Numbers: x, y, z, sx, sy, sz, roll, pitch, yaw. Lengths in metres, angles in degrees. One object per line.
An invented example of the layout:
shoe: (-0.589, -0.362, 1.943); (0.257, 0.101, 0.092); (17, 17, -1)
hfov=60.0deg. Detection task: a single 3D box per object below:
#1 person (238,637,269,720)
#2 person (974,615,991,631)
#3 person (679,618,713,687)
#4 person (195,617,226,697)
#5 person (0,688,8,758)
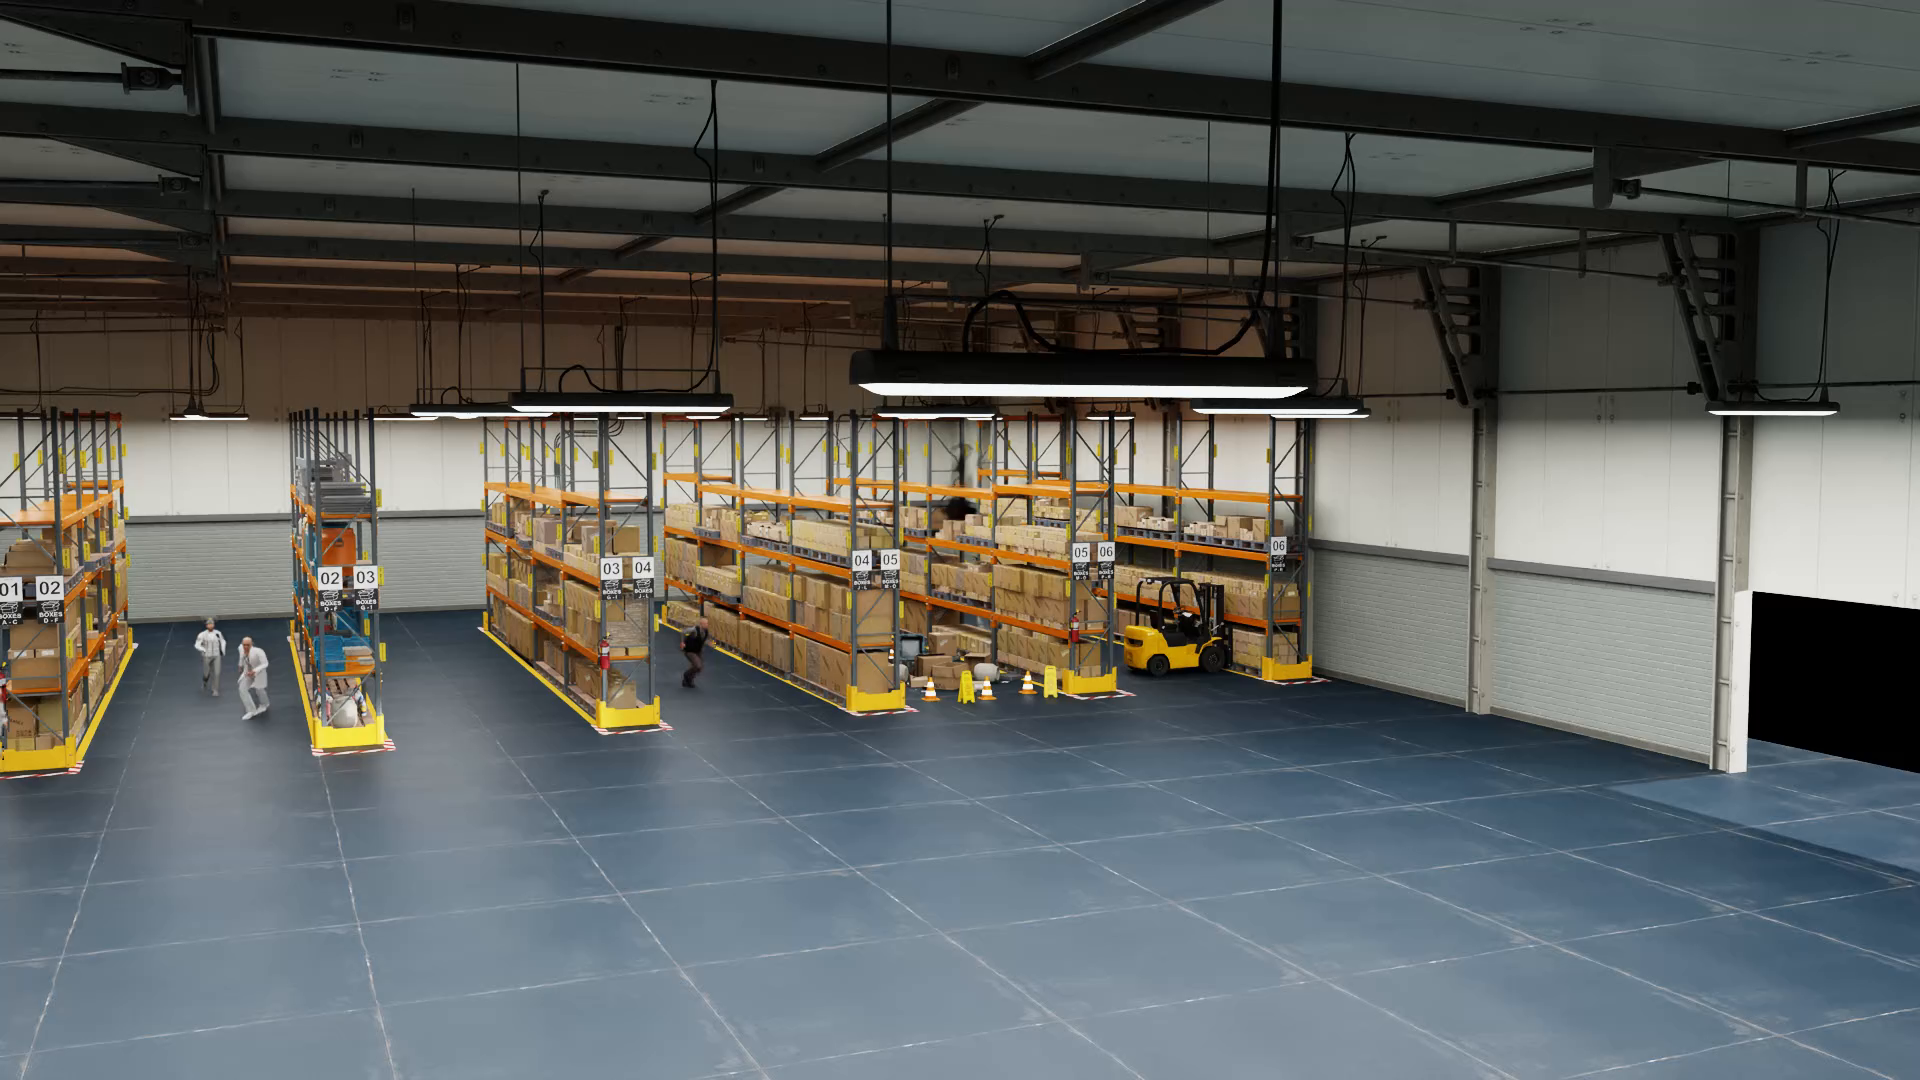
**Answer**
person: (-13.702, 2.636, 32.399); (0.723, 1.609, 1.136); (0, 4, 3)
person: (0.631, 1.718, 45.322); (0.570, 1.693, 0.865); (-2, 4, -24)
person: (-5.709, 2.440, 35.832); (0.866, 1.549, 0.684); (3, 5, 36)
person: (-15.741, 2.443, 34.976); (0.625, 1.654, 0.723); (-3, 5, -35)
person: (-15.364, 3.098, 26.380); (0.569, 1.534, 0.545); (1, 4, 7)
